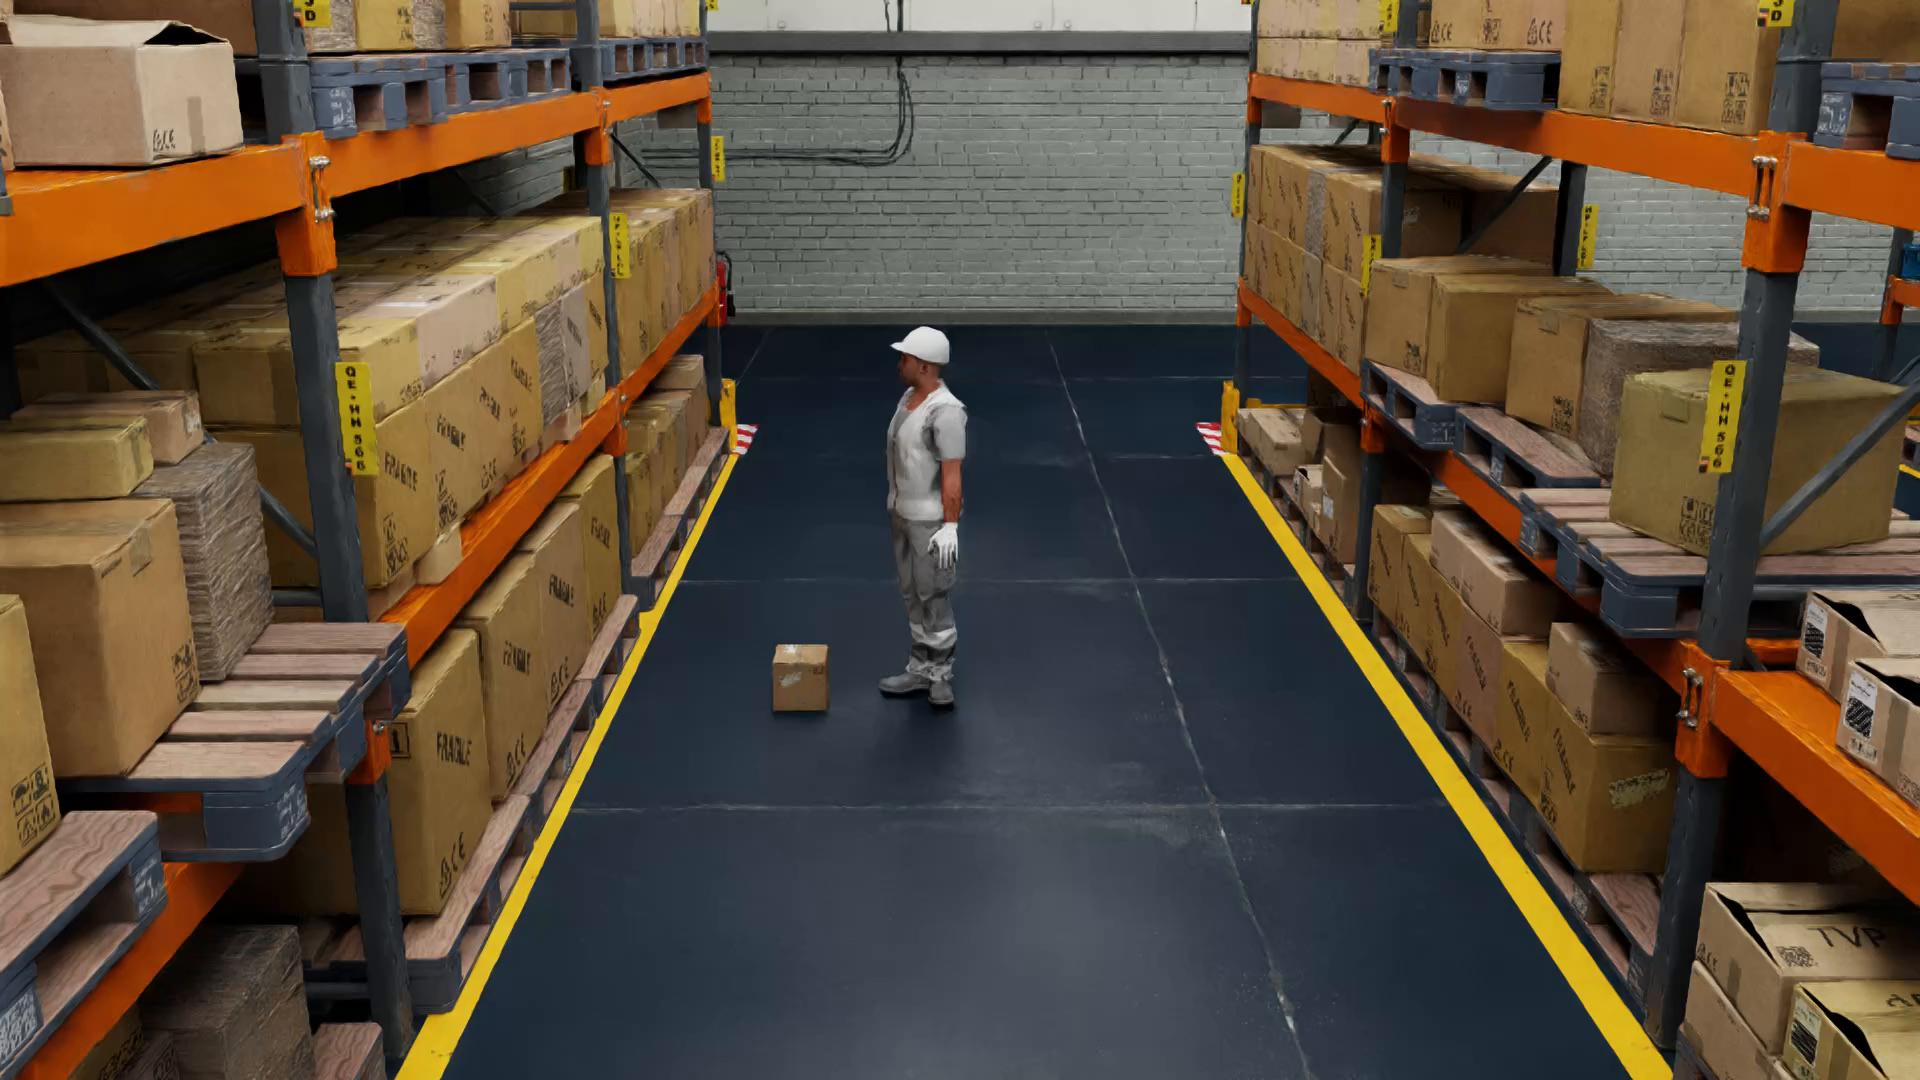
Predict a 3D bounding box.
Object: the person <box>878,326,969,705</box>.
[{"bbox_3d":[-0.158,-0.094,7.742,0.335,1.793,0.711,-9,19,-27],"label":"person"}]
